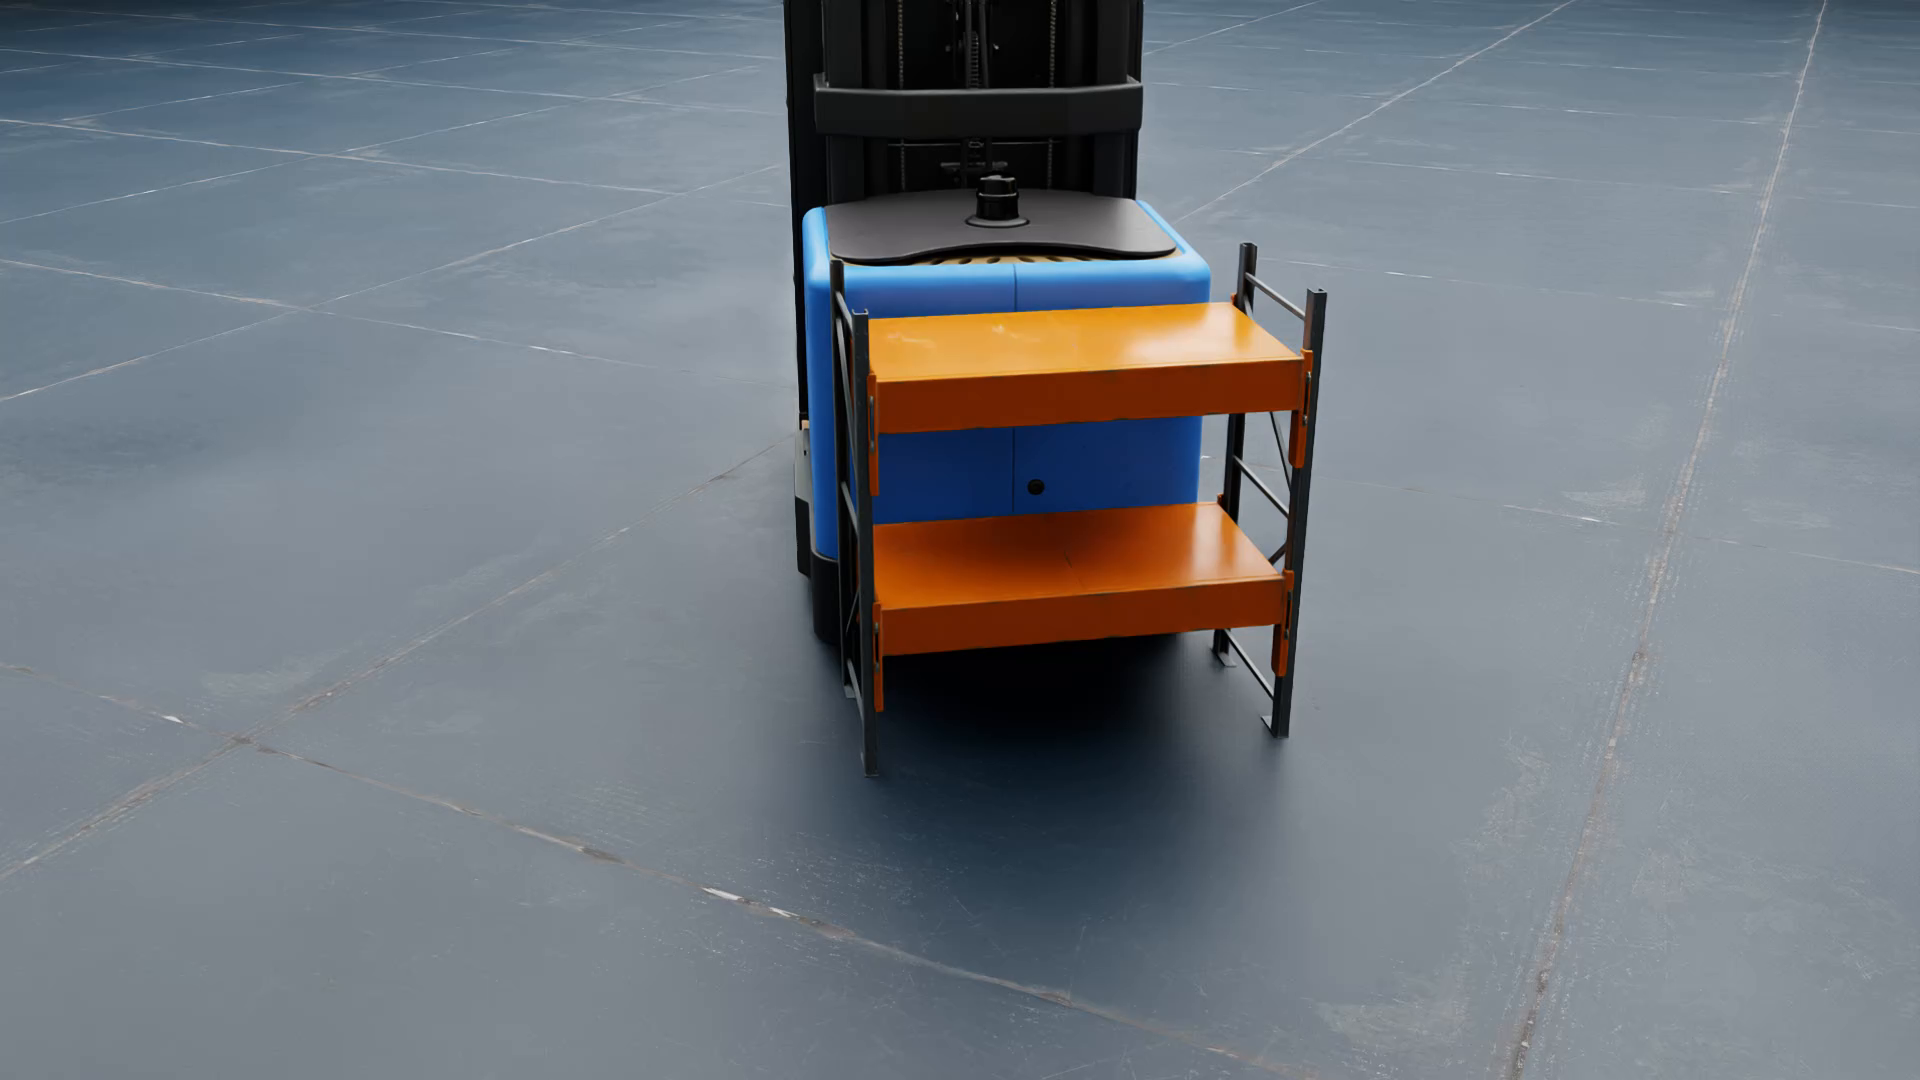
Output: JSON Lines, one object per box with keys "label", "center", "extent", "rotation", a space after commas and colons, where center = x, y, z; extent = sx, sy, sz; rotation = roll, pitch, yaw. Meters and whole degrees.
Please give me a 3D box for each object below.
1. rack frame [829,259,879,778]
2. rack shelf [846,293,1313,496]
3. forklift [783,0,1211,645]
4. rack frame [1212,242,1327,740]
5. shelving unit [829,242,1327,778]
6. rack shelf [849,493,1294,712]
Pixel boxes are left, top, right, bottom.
{"label": "rack frame", "center": [-0.251, -0.052, 3.935], "extent": [0.032, 1.125, 0.500], "rotation": [-4, 23, -9]}
{"label": "rack shelf", "center": [0.249, -0.357, 3.903], "extent": [1.000, 0.278, 0.538], "rotation": [-4, 23, -9]}
{"label": "forklift", "center": [-0.015, -1.609, 5.289], "extent": [1.130, 2.935, 3.031], "rotation": [-2, 23, -5]}
{"label": "rack frame", "center": [0.750, -0.123, 4.101], "extent": [0.032, 1.125, 0.500], "rotation": [-4, 23, -9]}
{"label": "shelving unit", "center": [0.249, -0.087, 4.018], "extent": [1.048, 1.125, 0.538], "rotation": [-4, 23, -9]}
{"label": "rack shelf", "center": [0.249, 0.138, 4.113], "extent": [1.000, 0.278, 0.538], "rotation": [-4, 23, -9]}
